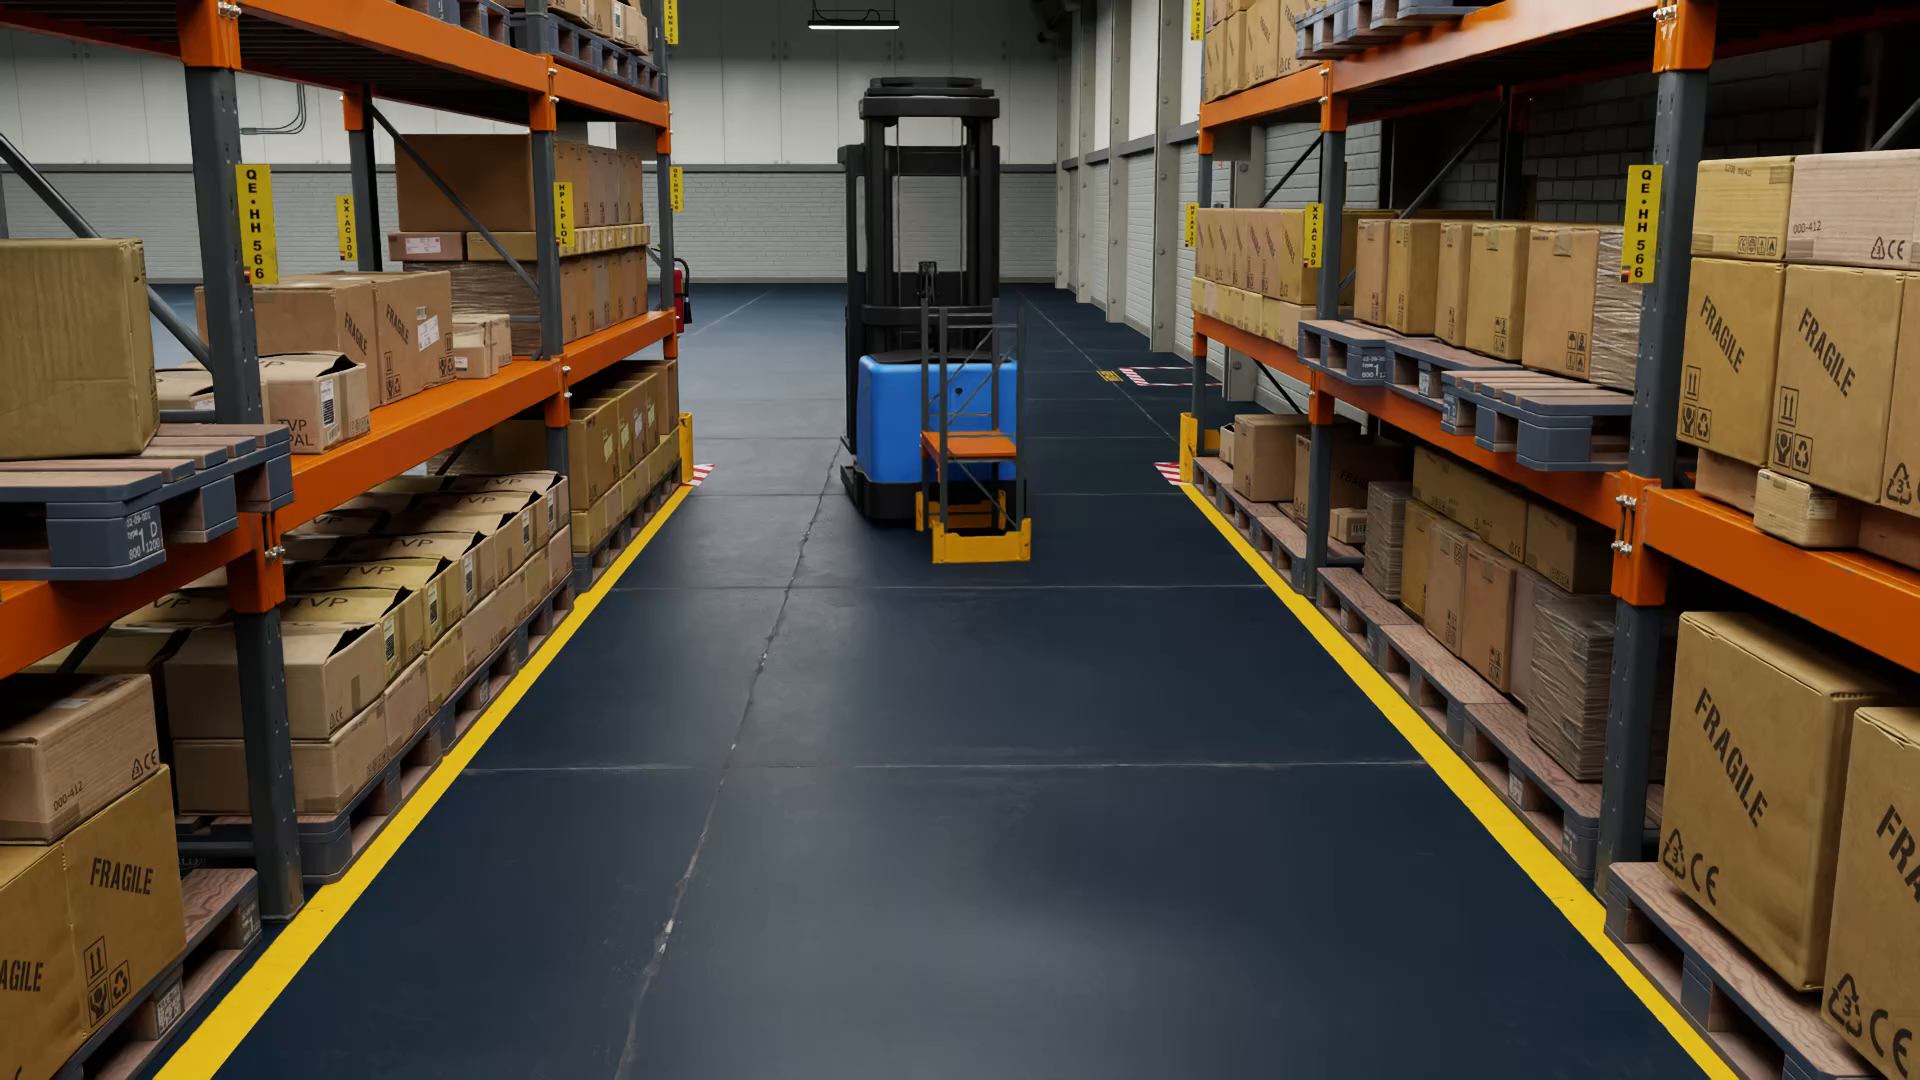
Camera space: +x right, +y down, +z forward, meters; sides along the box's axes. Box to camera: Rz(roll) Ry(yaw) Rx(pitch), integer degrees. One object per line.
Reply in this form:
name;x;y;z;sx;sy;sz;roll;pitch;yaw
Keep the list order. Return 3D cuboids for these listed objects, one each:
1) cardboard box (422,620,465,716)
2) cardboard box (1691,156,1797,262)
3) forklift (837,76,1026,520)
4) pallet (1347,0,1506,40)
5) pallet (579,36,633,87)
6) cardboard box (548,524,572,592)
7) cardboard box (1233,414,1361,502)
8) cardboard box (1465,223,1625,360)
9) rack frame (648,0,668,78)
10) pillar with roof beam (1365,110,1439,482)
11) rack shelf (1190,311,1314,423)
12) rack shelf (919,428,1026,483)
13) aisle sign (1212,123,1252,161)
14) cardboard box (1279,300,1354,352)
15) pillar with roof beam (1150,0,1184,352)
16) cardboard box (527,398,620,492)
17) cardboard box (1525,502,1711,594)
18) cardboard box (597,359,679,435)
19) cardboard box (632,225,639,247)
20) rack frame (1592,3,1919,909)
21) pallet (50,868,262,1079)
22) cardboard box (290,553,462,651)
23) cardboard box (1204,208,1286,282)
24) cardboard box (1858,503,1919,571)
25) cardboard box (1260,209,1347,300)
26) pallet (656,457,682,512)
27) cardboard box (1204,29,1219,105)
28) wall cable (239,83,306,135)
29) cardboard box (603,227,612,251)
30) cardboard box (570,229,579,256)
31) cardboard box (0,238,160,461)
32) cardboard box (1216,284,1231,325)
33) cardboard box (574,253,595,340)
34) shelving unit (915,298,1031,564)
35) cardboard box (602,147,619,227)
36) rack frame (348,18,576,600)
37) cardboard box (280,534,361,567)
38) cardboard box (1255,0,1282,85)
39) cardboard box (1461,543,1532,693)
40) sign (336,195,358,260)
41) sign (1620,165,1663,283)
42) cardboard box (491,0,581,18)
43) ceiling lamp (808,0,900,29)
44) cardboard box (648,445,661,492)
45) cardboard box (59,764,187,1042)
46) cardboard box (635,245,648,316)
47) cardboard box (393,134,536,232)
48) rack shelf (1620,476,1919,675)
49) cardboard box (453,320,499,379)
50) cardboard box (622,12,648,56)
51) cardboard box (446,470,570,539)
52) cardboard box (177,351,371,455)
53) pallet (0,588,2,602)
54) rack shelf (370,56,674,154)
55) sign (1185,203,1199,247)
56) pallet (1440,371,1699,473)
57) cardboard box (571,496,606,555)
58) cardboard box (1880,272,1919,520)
cardboard box;-2.238;0.492;6.447;0.500;0.250;0.500;-1;11;-3
cardboard box;2.212;-0.837;4.204;0.500;0.250;0.500;0;11;0
forklift;-0.301;-1.812;12.119;1.130;2.935;3.031;-2;12;-9
pallet;2.308;-2.206;6.815;1.213;0.211;1.003;0;11;-1
pallet;-2.641;-2.974;10.352;1.003;0.211;1.213;0;11;-1
cardboard box;-2.277;0.087;8.445;0.500;0.250;0.500;0;11;-2
cardboard box;2.195;-0.545;10.884;0.700;0.500;0.500;-1;12;-5
cardboard box;2.392;-0.967;6.426;0.700;0.500;0.500;0;11;-1
rack frame;-2.658;-4.871;11.937;1.000;3.000;0.127;0;11;-1
pillar with roof beam;-1.131;-4.739;11.285;9.100;9.000;0.400;0;11;-1
rack shelf;2.336;-1.202;10.749;1.077;0.370;4.000;0;11;-1
rack shelf;0.065;-0.531;10.307;0.538;0.185;1.000;-1;12;-7
aisle sign;1.993;-3.239;12.443;0.394;0.787;0.004;0;11;-1
cardboard box;2.064;-1.186;9.189;0.500;0.250;0.500;0;11;-1
pillar with roof beam;-1.379;-7.124;23.043;9.100;9.000;0.400;0;11;-1
cardboard box;-2.290;-0.555;9.722;0.500;0.500;0.500;0;11;-1
cardboard box;2.443;0.024;6.193;0.500;0.250;0.500;0;11;0
cardboard box;-2.350;-1.051;12.171;0.500;0.500;0.500;0;11;-1
cardboard box;-2.448;-2.120;11.581;0.380;0.149;0.250;0;11;-2
rack frame;2.460;-0.362;4.799;1.000;3.000;0.127;0;11;-1
pallet;-2.515;1.174;4.240;1.003;0.211;1.213;0;11;-1
cardboard box;-2.238;0.215;6.404;0.500;0.311;0.500;-1;11;-3
cardboard box;2.004;-2.062;11.617;0.500;0.500;0.500;0;11;-1
cardboard box;2.281;-0.029;3.741;0.380;0.149;0.250;0;11;-2
cardboard box;2.042;-1.653;9.602;0.500;0.500;0.500;0;11;-1
pallet;-2.601;-0.413;12.062;1.003;0.211;1.213;0;11;-1
cardboard box;2.051;-3.414;11.994;0.500;0.500;0.500;0;11;0
wall cable;-18.187;-12.884;42.881;2.305;6.003;0.169;0;11;-1
cardboard box;-2.426;-1.914;10.569;0.380;0.149;0.250;0;11;-2
cardboard box;-2.407;-1.710;9.563;0.380;0.149;0.250;0;11;-2
cardboard box;-2.367;-0.471;4.028;0.700;0.500;0.500;-4;12;-20
cardboard box;2.016;-1.586;11.158;0.500;0.250;0.500;0;11;-2
cardboard box;-2.615;-1.478;10.047;0.700;0.500;0.500;0;11;0
shelving unit;0.066;-0.705;10.263;0.587;1.500;1.083;-1;12;-7
cardboard box;-2.633;-2.308;10.876;0.700;0.500;0.500;0;11;-1
rack frame;-2.576;-1.136;8.614;1.000;3.000;0.127;0;11;-1
cardboard box;-2.783;0.120;6.874;0.500;0.311;0.500;0;11;0
cardboard box;2.072;-2.996;9.936;0.500;0.500;0.500;-1;11;-3
cardboard box;2.460;0.303;6.701;0.700;0.500;0.500;0;11;-1
sign;-3.131;-1.596;8.507;0.100;0.325;0.005;0;11;-1
sign;1.917;-0.886;4.671;0.100;0.325;0.005;0;11;-1
cardboard box;-2.322;-3.031;8.749;0.500;0.500;0.500;1;11;4
ceiling lamp;-2.326;-12.792;36.300;2.000;3.185;0.800;0;11;-1
cardboard box;-2.317;-0.485;11.266;0.500;0.250;0.500;0;11;-1
cardboard box;-2.239;0.854;3.988;0.500;0.500;0.500;0;11;1
cardboard box;-2.661;-1.887;12.066;0.700;0.500;0.500;0;11;-1
cardboard box;-2.591;-1.909;8.910;0.700;0.500;0.500;0;11;-1
rack shelf;2.501;0.388;2.911;1.077;0.370;4.000;0;11;-1
cardboard box;-2.374;-0.896;7.770;0.396;0.266;0.258;-1;11;-3
cardboard box;-2.371;-3.374;11.071;0.500;0.250;0.500;0;11;-1
cardboard box;-2.281;-0.190;8.399;0.500;0.311;0.500;0;11;-1
cardboard box;-2.318;-0.476;5.584;0.500;0.311;0.500;0;11;-2
pallet;-2.448;0.140;2.808;1.003;0.211;1.213;0;11;-1
rack shelf;-2.617;-2.651;10.347;1.077;0.370;4.000;0;11;-1
sign;1.752;-2.374;12.540;0.100;0.325;0.005;0;11;-1
pallet;2.338;-0.409;5.514;1.213;0.211;1.003;0;11;-1
cardboard box;-2.282;-0.088;9.306;0.500;0.250;0.500;0;11;-1
cardboard box;2.224;-0.266;3.277;0.500;0.500;0.500;0;11;-1
